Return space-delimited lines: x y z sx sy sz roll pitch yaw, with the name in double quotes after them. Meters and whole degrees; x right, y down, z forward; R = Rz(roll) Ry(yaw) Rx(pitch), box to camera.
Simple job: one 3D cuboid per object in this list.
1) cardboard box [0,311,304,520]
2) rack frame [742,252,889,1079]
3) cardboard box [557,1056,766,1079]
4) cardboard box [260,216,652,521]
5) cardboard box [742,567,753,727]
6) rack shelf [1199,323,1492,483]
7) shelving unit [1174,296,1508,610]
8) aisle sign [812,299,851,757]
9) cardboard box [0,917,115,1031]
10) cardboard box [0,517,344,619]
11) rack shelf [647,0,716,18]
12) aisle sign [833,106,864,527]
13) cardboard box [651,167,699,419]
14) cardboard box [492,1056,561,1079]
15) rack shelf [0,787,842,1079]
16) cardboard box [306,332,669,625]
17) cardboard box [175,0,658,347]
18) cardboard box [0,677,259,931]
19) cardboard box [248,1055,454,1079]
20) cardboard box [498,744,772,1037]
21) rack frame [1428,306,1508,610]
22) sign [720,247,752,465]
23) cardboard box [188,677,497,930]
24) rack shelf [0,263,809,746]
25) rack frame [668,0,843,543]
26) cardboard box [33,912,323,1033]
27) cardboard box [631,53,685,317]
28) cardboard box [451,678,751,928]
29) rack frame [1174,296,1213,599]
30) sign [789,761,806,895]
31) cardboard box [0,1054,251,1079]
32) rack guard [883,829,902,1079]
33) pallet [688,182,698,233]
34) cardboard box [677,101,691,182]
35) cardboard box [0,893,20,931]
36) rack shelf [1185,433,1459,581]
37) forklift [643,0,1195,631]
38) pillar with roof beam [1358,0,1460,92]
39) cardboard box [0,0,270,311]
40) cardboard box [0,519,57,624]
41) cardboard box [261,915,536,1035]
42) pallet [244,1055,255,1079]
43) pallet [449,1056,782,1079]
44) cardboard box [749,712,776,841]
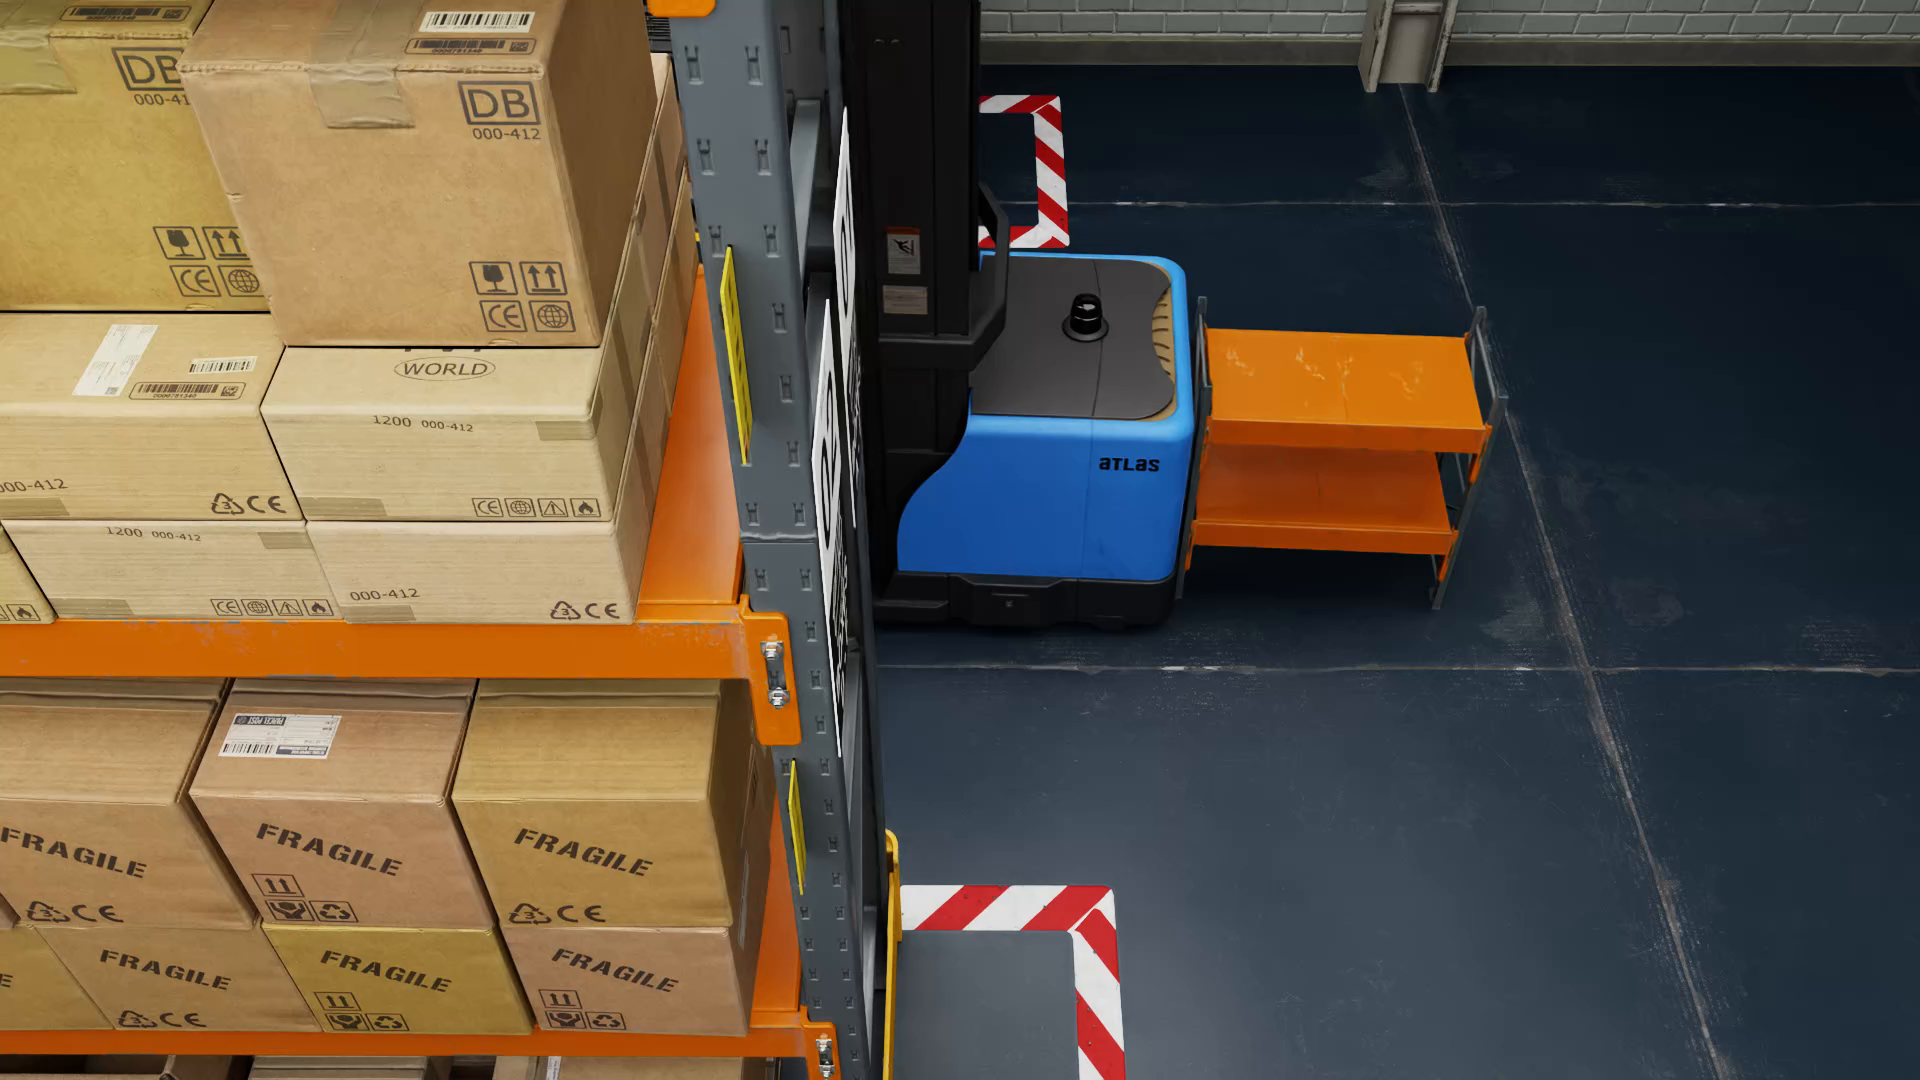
-1.309 -0.296 2.769 0.500 0.250 0.500 0 47 0 "cardboard box"
-0.295 0.661 4.166 0.127 3.000 1.000 0 47 0 "rack frame"
-0.839 1.542 4.754 0.500 0.500 0.500 0 47 0 "cardboard box"
-0.809 -0.295 2.768 0.500 0.250 0.500 0 47 0 "cardboard box"
-0.737 0.092 3.944 0.500 0.500 0.500 1 47 1 "cardboard box"
1.387 -0.510 6.137 1.000 0.278 0.538 2 47 2 "rack shelf"
1.387 -0.311 6.352 1.048 1.125 0.538 2 47 2 "shelving unit"
-0.228 0.000 3.006 0.004 0.787 0.394 0 47 0 "aisle sign"
-2.265 0.819 3.951 0.500 0.500 0.500 0 47 0 "cardboard box"
-1.309 -0.128 2.954 0.500 0.250 0.500 0 47 0 "cardboard box"
-2.295 -1.142 2.240 4.000 0.370 1.077 0 47 0 "rack shelf"
-0.225 -0.439 3.415 0.004 0.787 0.394 0 47 0 "aisle sign"
-0.807 -0.497 3.298 0.500 0.250 0.500 0 47 0 "cardboard box"
-1.244 1.588 4.938 0.250 0.166 0.380 0 47 0 "cardboard box"
-2.295 0.901 4.435 4.000 0.370 1.077 0 47 0 "rack shelf"
-0.809 -0.118 2.945 0.500 0.250 0.500 0 47 0 "cardboard box"
-0.808 -0.725 2.656 0.500 0.500 0.700 0 47 0 "cardboard box"
-1.764 0.488 3.576 0.500 0.500 0.500 1 47 1 "cardboard box"
-1.789 1.602 4.868 0.500 0.250 0.500 0 47 0 "cardboard box"
-0.744 0.825 3.945 0.500 0.500 0.500 1 47 1 "cardboard box"
1.895 -0.290 6.333 0.032 1.125 0.500 2 47 2 "rack frame"
-0.317 -0.256 2.366 0.005 0.325 0.100 0 47 0 "sign"
-1.246 0.486 3.578 0.500 0.500 0.500 1 47 1 "cardboard box"
-2.295 -0.121 3.337 4.000 0.370 1.077 0 47 0 "rack shelf"
-0.295 -1.383 1.970 0.127 3.000 1.000 0 47 0 "rack frame"
-1.761 0.821 3.949 0.500 0.500 0.500 0 47 0 "cardboard box"
-0.807 -0.672 3.119 0.500 0.250 0.500 0 47 0 "cardboard box"
-0.741 0.486 3.577 0.500 0.500 0.500 0 47 0 "cardboard box"
0.880 -0.331 6.371 0.032 1.125 0.500 2 47 2 "rack frame"
-0.317 0.565 3.249 0.005 0.325 0.100 0 47 0 "sign"
-2.416 1.352 4.928 0.637 0.503 0.797 0 47 0 "cardboard box"
-0.371 1.513 5.081 0.348 0.500 1.175 0 47 0 "rack guard"
-1.080 -1.960 8.511 1.213 0.211 1.003 0 47 0 "pallet"
-1.481 -2.186 8.237 0.500 0.500 0.700 0 47 0 "cardboard box"
-2.278 0.486 3.578 0.500 0.500 0.500 1 47 1 "cardboard box"
1.387 -0.144 6.531 1.000 0.278 0.538 2 47 2 "rack shelf"
-0.659 -1.062 5.817 3.031 2.935 1.130 2 47 2 "forklift"
2.407 -2.484 2.995 0.400 9.000 9.100 0 47 0 "pillar with roof beam"
-1.308 -0.788 2.715 0.500 0.500 0.700 0 47 0 "cardboard box"
-1.809 -0.119 2.946 0.500 0.250 0.500 0 47 0 "cardboard box"
-1.262 0.826 3.944 0.500 0.500 0.500 1 47 0 "cardboard box"
-2.385 1.604 5.194 1.213 0.211 1.003 0 47 0 "pallet"
-1.168 1.610 5.189 1.213 0.211 1.003 0 47 0 "pallet"
-0.737 0.433 4.310 0.500 0.500 0.500 1 47 1 "cardboard box"
